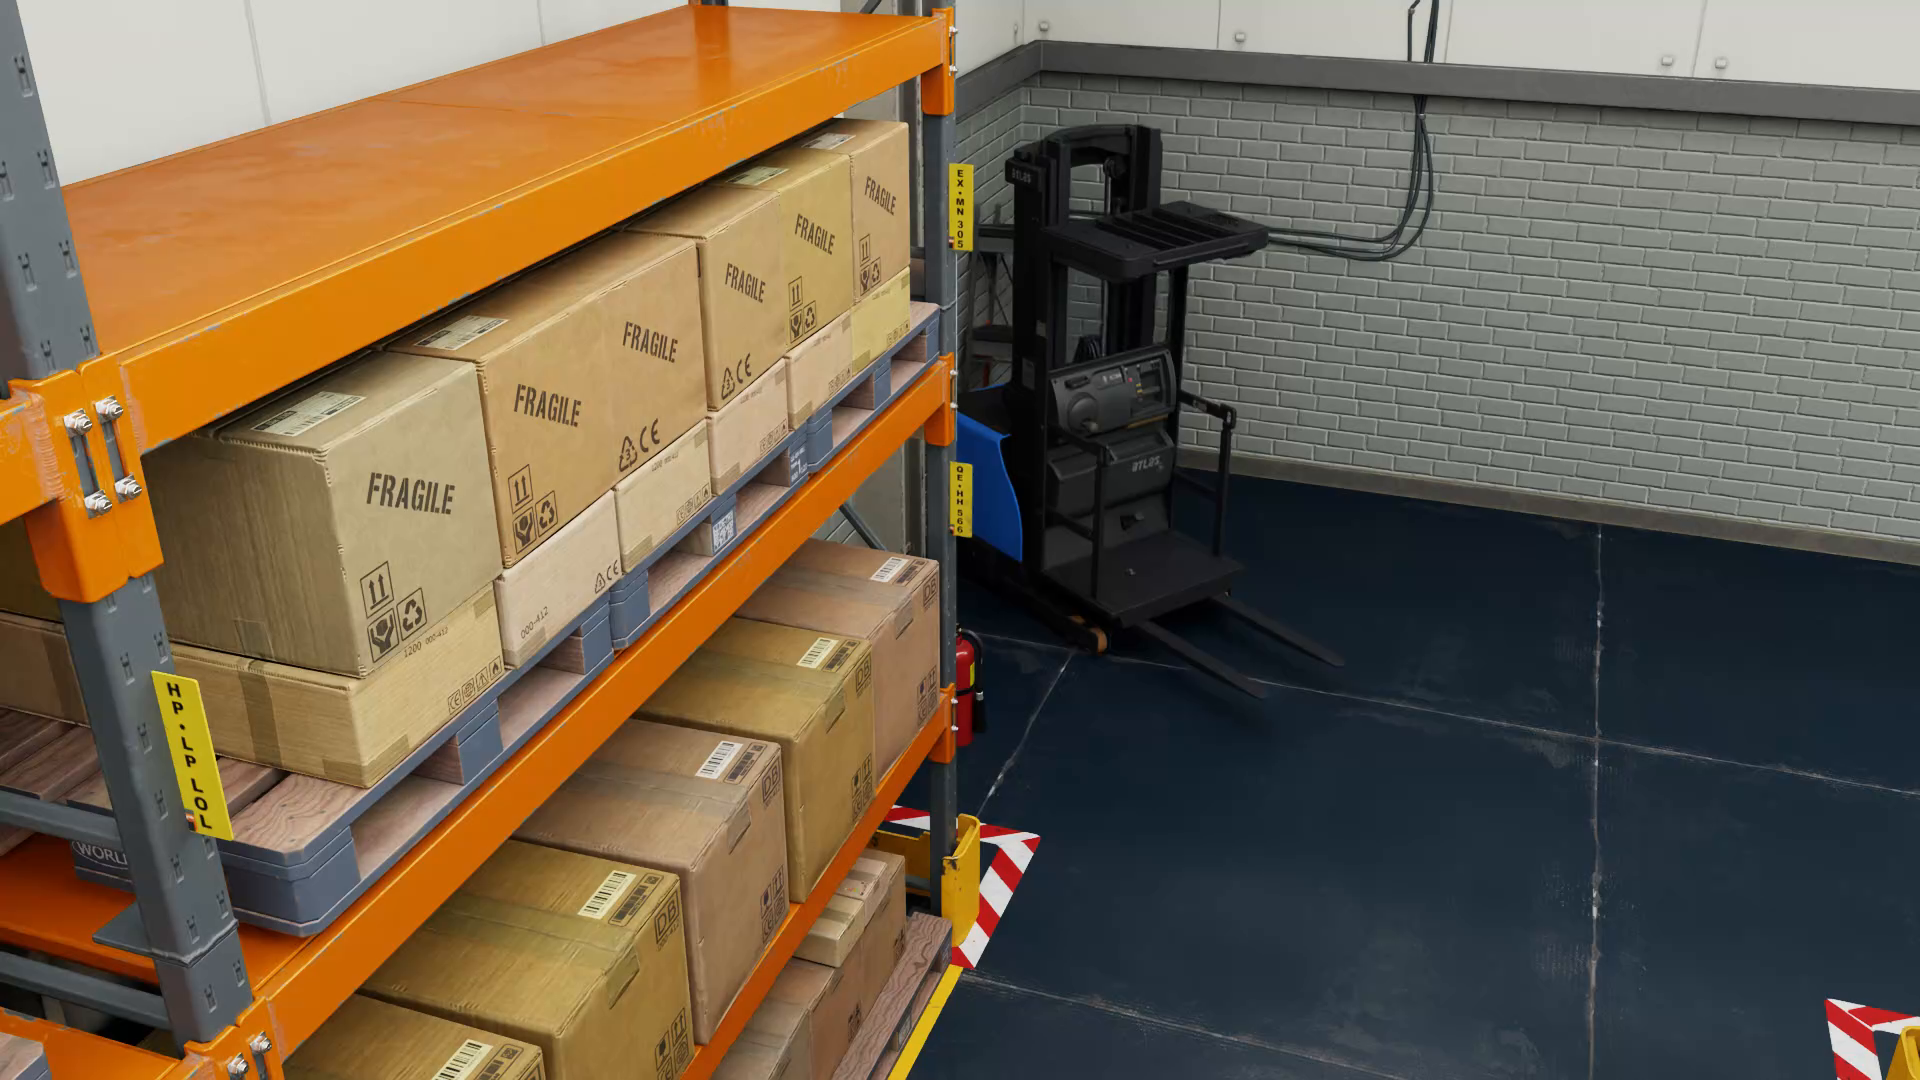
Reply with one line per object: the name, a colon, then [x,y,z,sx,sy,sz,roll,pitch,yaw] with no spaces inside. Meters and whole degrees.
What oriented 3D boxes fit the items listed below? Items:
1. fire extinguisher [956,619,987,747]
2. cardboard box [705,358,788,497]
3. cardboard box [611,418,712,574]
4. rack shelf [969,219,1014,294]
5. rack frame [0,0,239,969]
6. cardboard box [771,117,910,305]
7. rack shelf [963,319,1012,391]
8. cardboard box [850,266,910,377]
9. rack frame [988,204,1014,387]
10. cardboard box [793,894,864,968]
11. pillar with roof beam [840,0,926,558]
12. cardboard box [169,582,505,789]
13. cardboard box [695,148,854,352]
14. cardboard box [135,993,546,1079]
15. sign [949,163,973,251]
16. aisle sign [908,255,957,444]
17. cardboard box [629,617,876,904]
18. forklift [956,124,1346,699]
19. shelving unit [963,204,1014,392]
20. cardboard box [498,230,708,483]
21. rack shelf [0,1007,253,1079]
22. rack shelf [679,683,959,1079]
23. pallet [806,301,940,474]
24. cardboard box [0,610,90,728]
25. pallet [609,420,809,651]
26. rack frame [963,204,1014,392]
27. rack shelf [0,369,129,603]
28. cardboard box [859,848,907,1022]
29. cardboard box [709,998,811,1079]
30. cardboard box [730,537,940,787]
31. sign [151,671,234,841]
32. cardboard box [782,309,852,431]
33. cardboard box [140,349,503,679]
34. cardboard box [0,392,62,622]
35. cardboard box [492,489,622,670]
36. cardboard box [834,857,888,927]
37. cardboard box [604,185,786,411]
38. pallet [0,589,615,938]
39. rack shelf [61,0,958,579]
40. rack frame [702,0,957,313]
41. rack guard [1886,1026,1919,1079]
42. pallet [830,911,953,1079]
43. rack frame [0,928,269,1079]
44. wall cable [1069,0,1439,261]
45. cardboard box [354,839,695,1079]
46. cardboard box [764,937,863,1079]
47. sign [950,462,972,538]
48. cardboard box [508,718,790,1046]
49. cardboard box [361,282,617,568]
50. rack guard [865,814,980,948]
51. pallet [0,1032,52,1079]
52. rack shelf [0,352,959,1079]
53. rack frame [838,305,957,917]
fire extinguisher: [-0.021,0.588,7.334,0.296,0.674,0.183,9,27,17]
cardboard box: [-0.840,-0.368,4.926,0.500,0.250,0.500,8,27,16]
cardboard box: [-1.012,-0.158,4.491,0.500,0.250,0.500,8,27,16]
rack shelf: [0.345,-1.932,11.445,0.431,0.518,0.480,7,13,17]
rack frame: [-1.837,-0.676,2.544,1.000,3.000,0.127,9,27,17]
cardboard box: [-0.492,-1.134,5.646,0.500,0.500,0.500,9,27,17]
rack shelf: [0.303,-1.250,11.598,0.431,0.518,0.480,7,13,17]
cardboard box: [-0.499,-0.797,5.811,0.500,0.250,0.500,10,27,19]
rack frame: [0.378,-1.309,11.823,0.400,2.100,0.015,7,13,17]
cardboard box: [-0.600,1.511,6.554,0.380,0.149,0.250,9,27,19]
pillar with roof beam: [3.636,-2.931,7.200,9.100,9.000,0.400,9,27,17]
cardboard box: [-1.359,0.262,3.625,0.500,0.250,0.500,9,27,17]
cardboard box: [-0.669,-0.930,5.224,0.500,0.500,0.500,10,27,19]
cardboard box: [-1.641,1.668,4.242,0.980,0.700,0.700,9,27,18]
sign: [0.001,-1.248,6.243,0.100,0.325,0.005,9,27,17]
aisle sign: [-0.199,-0.776,6.651,0.394,0.787,0.004,9,27,17]
cardboard box: [-0.898,0.757,6.124,0.980,0.700,0.700,9,27,17]
forklift: [1.059,-0.866,9.900,1.130,2.935,3.031,-17,31,-31]
shelving unit: [0.304,-1.263,11.595,0.431,2.100,0.503,7,13,17]
cardboard box: [-1.011,-0.498,4.334,0.500,0.500,0.500,9,27,18]
rack shelf: [-2.503,1.819,1.657,1.077,0.370,4.000,9,27,17]
rack shelf: [-1.172,1.526,5.706,1.077,0.370,4.000,9,27,17]
pallet: [-0.743,-0.624,5.979,1.003,0.211,1.213,9,27,17]
cardboard box: [-1.831,0.192,3.768,0.500,0.250,0.500,9,27,18]
pallet: [-1.147,-0.121,4.940,1.003,0.211,1.213,9,27,17]
rack frame: [0.230,-1.217,11.367,0.400,2.100,0.015,7,13,17]
rack shelf: [-2.503,0.649,1.091,1.077,0.370,4.000,9,27,17]
cardboard box: [-0.645,1.618,7.076,0.700,0.500,0.500,9,27,17]
cardboard box: [-0.978,2.031,6.224,0.700,0.500,0.500,8,27,16]
cardboard box: [-0.666,0.456,6.745,0.980,0.700,0.700,10,28,20]
sign: [-1.322,0.374,2.862,0.100,0.325,0.005,9,27,17]
cardboard box: [-0.672,-0.583,5.369,0.500,0.250,0.500,8,27,15]
cardboard box: [-1.335,-0.083,3.475,0.500,0.500,0.500,8,27,17]
cardboard box: [-1.825,-0.151,3.616,0.500,0.500,0.500,9,27,17]
cardboard box: [-1.176,0.054,4.053,0.500,0.250,0.500,8,27,16]
cardboard box: [-0.516,1.406,6.771,0.380,0.149,0.250,8,27,17]
cardboard box: [-0.835,-0.714,4.779,0.500,0.500,0.500,8,27,15]
pallet: [-1.555,0.379,3.908,1.003,0.211,1.213,9,27,17]
rack shelf: [-1.172,-0.994,4.486,1.077,0.370,4.000,9,27,17]
rack frame: [-0.506,-2.320,5.939,1.000,3.000,0.127,9,27,17]
rack guard: [4.141,2.253,6.246,1.175,0.500,0.348,9,27,17]
pallet: [-0.698,1.975,7.152,1.003,0.211,1.213,9,27,17]
rack frame: [-1.837,2.024,3.851,1.000,3.000,0.127,9,27,17]
wall cable: [1.713,-3.195,11.309,3.097,2.526,0.112,9,27,17]
cardboard box: [-1.393,1.369,4.860,0.980,0.700,0.700,8,27,16]
cardboard box: [-0.811,1.824,6.651,0.700,0.500,0.500,9,27,17]
sign: [0.001,-0.163,6.768,0.100,0.325,0.005,9,27,17]
cardboard box: [-1.160,1.069,5.480,0.980,0.700,0.700,7,27,15]
cardboard box: [-1.170,-0.295,3.913,0.500,0.500,0.500,8,27,16]
rack guard: [-0.498,1.495,7.812,1.175,0.500,0.348,9,27,17]
pallet: [-2.096,1.144,2.447,0.805,0.209,1.217,8,27,15]
rack shelf: [-1.172,0.176,5.052,1.077,0.370,4.000,9,27,17]
rack frame: [-0.506,0.380,7.246,1.000,3.000,0.127,9,27,17]
